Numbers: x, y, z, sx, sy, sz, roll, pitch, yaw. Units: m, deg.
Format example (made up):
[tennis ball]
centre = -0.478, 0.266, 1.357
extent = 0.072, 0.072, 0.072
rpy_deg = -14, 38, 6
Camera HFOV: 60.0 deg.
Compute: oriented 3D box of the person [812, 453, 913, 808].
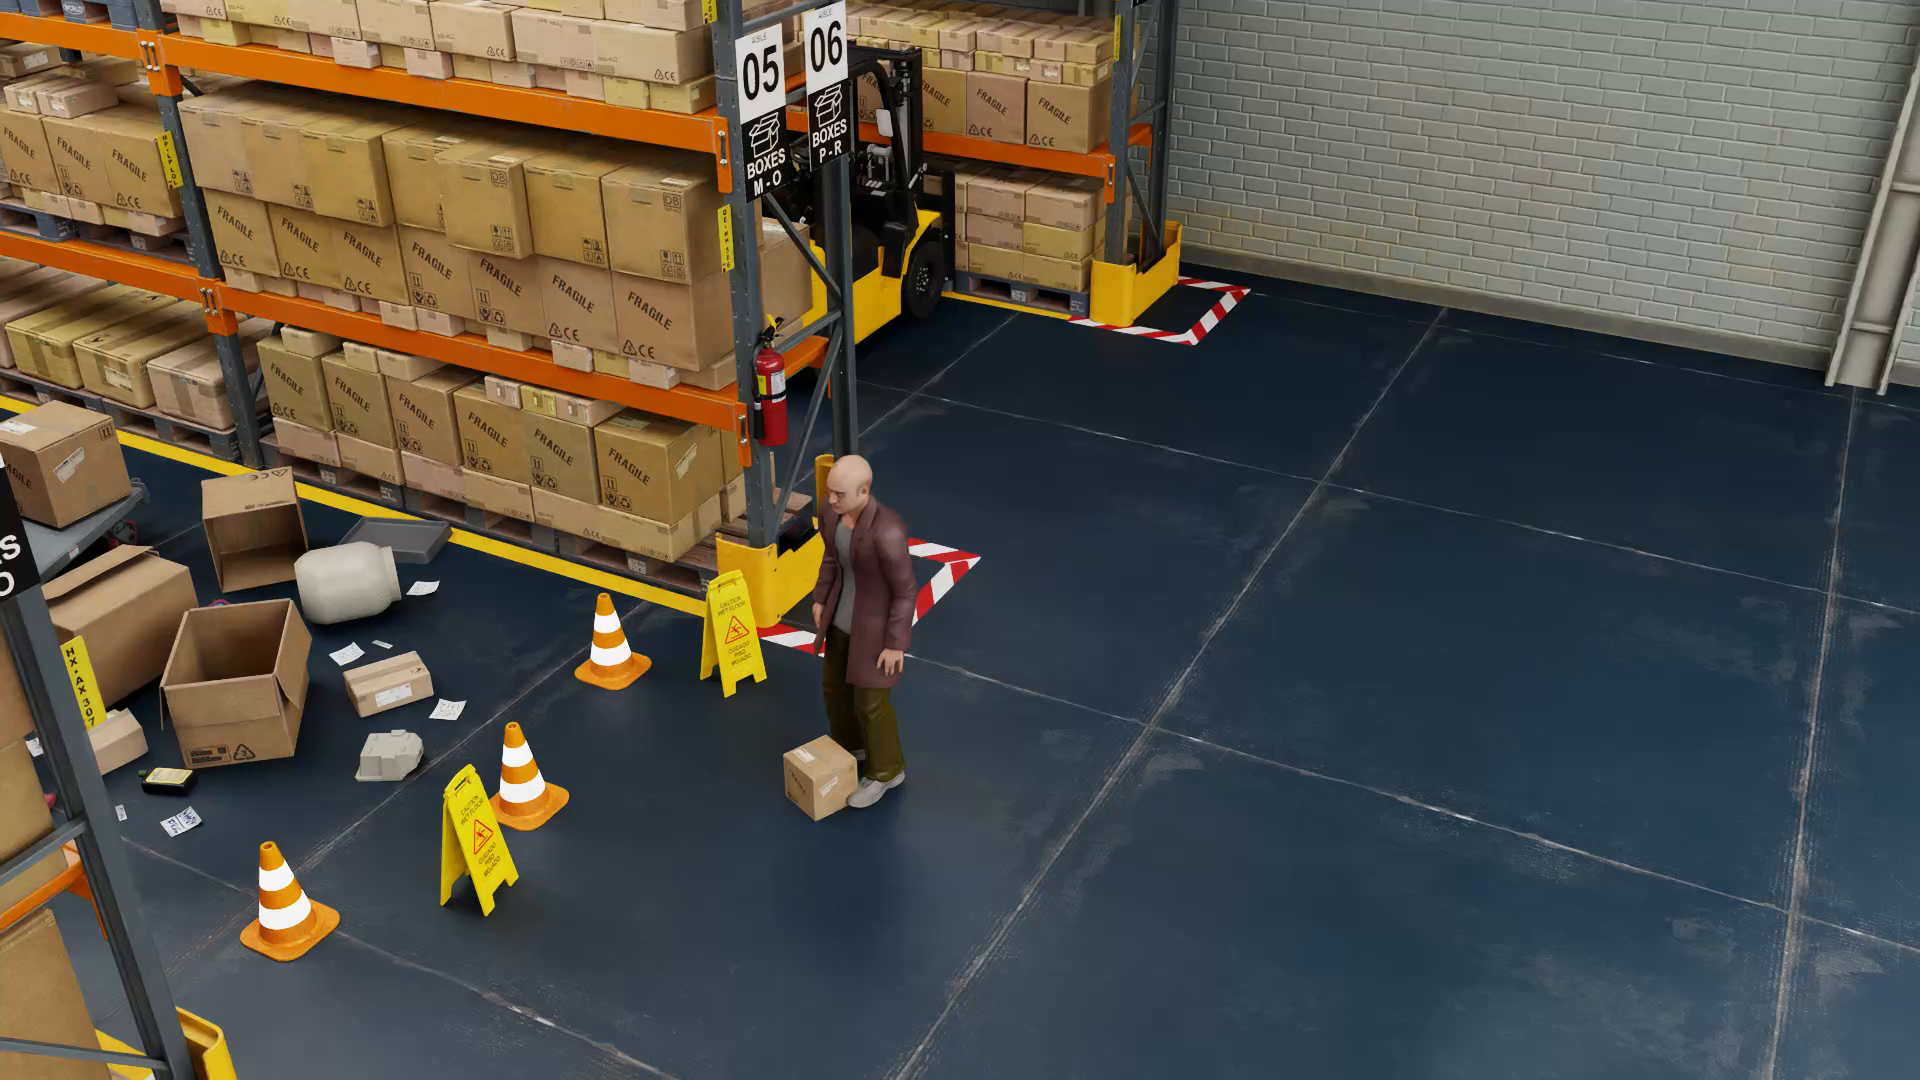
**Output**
[person]
centre = -0.468, 0.384, 7.639
extent = 0.428, 1.773, 0.642
rpy_deg = -21, 36, -32
